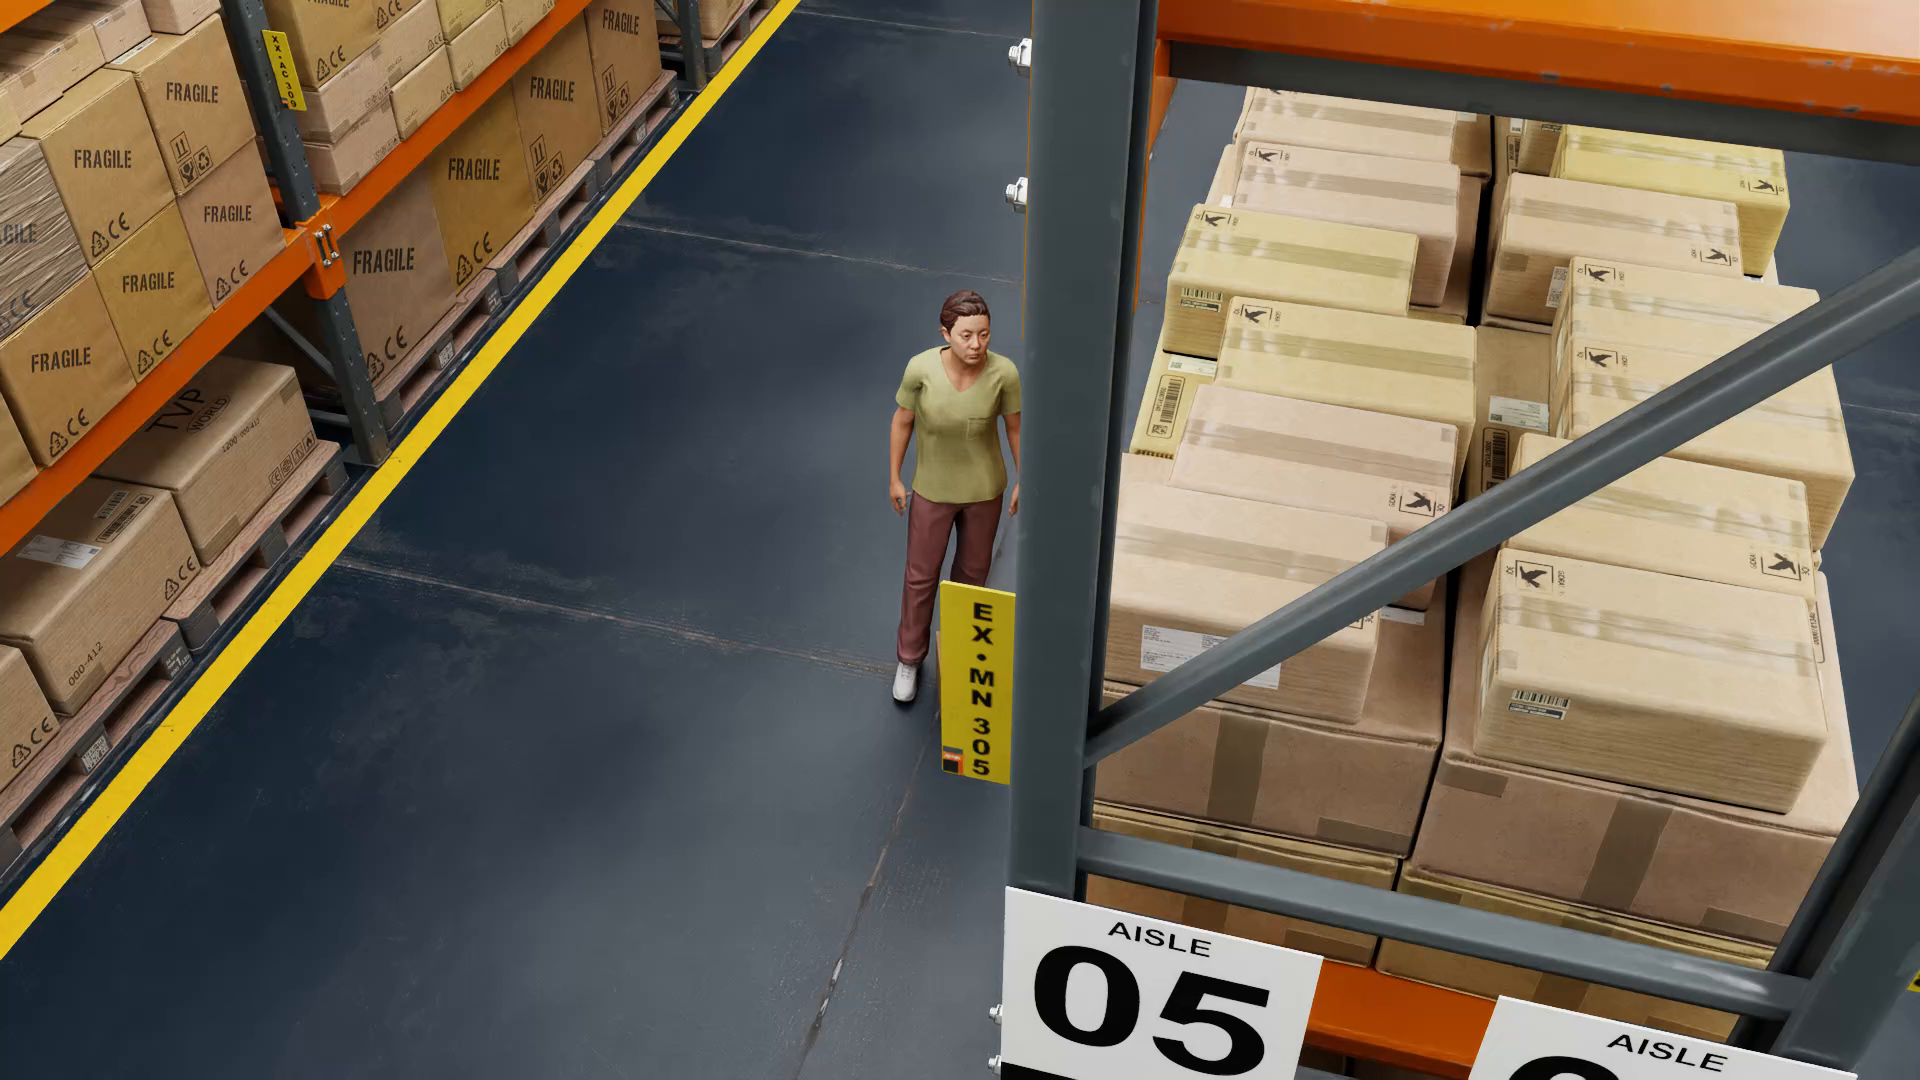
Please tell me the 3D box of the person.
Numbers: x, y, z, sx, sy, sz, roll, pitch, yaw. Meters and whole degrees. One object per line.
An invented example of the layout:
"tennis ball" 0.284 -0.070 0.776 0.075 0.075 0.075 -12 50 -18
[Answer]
"person" -0.008 -0.153 6.320 0.554 1.676 0.549 -3 41 -3
